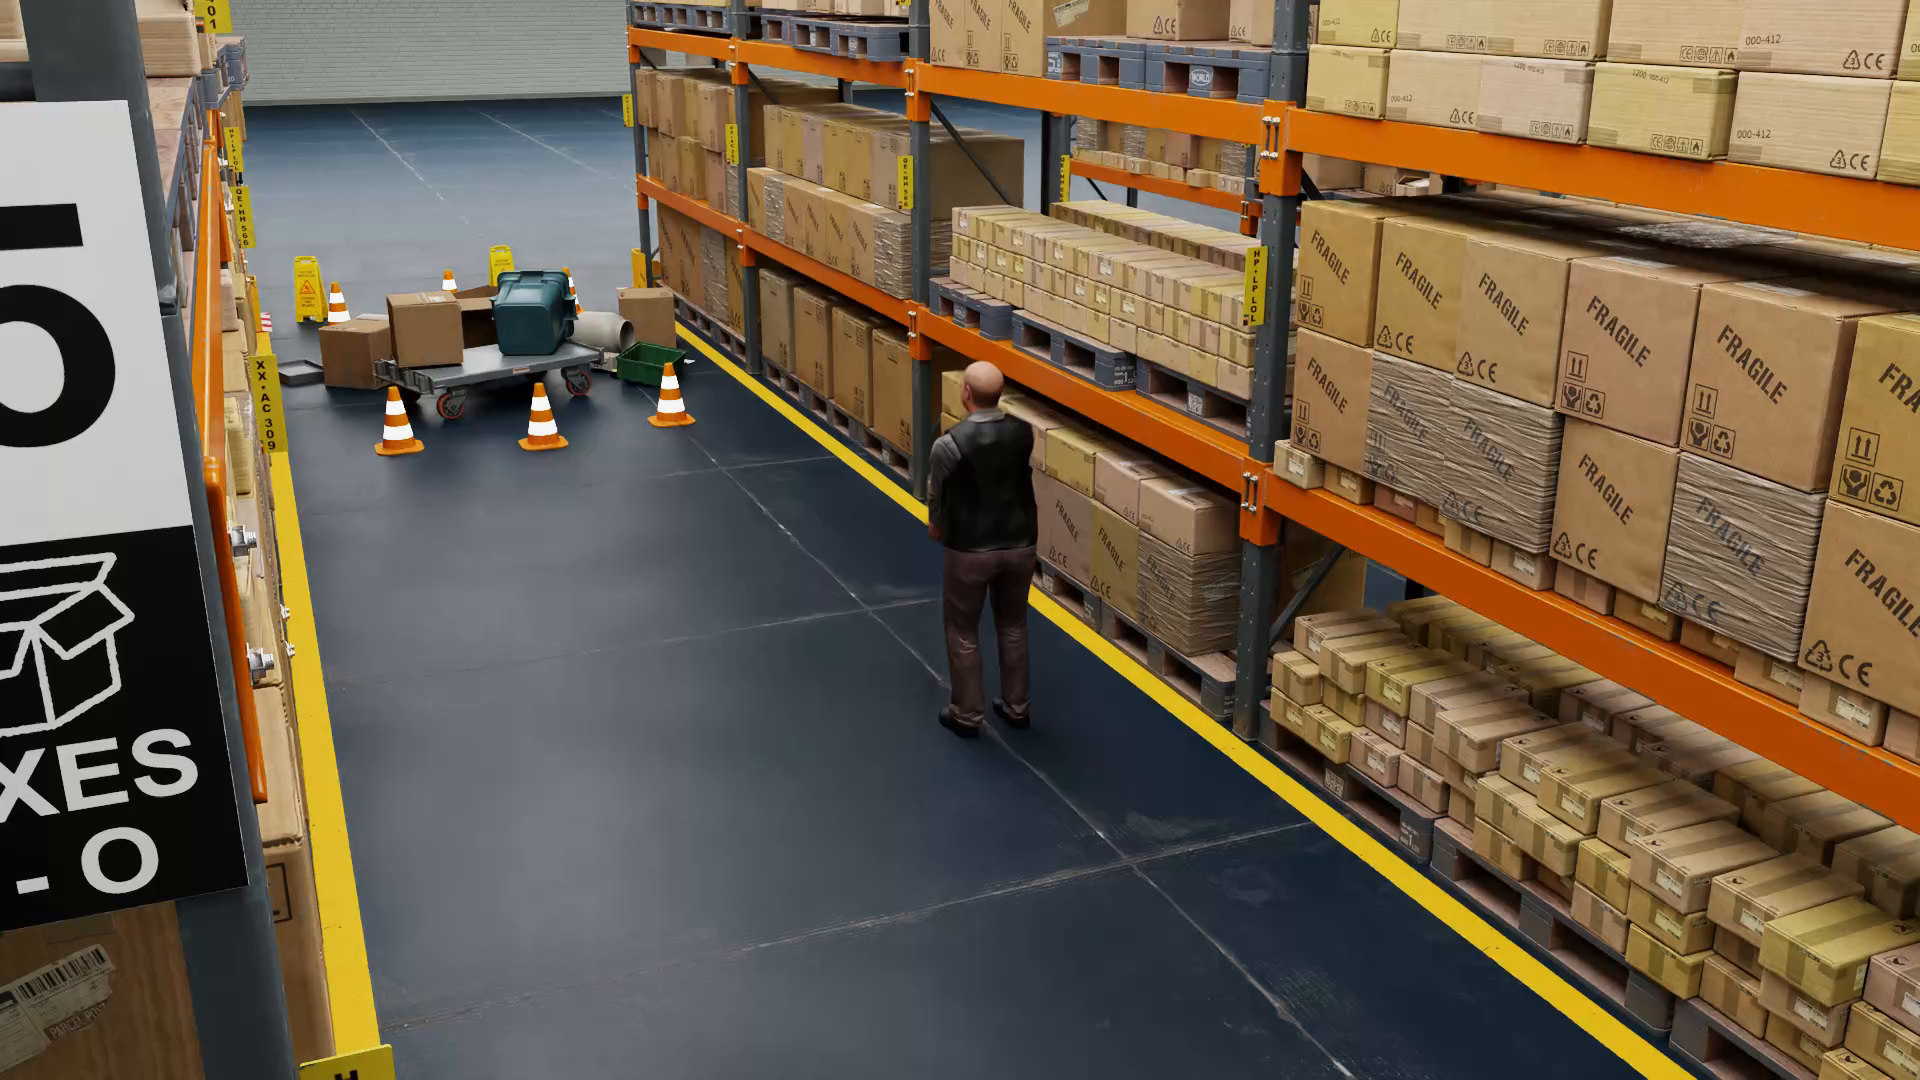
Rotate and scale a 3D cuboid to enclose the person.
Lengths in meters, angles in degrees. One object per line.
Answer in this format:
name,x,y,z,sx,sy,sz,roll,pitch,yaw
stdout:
person,0.078,0.024,7.543,0.494,1.720,0.559,-8,20,-23
